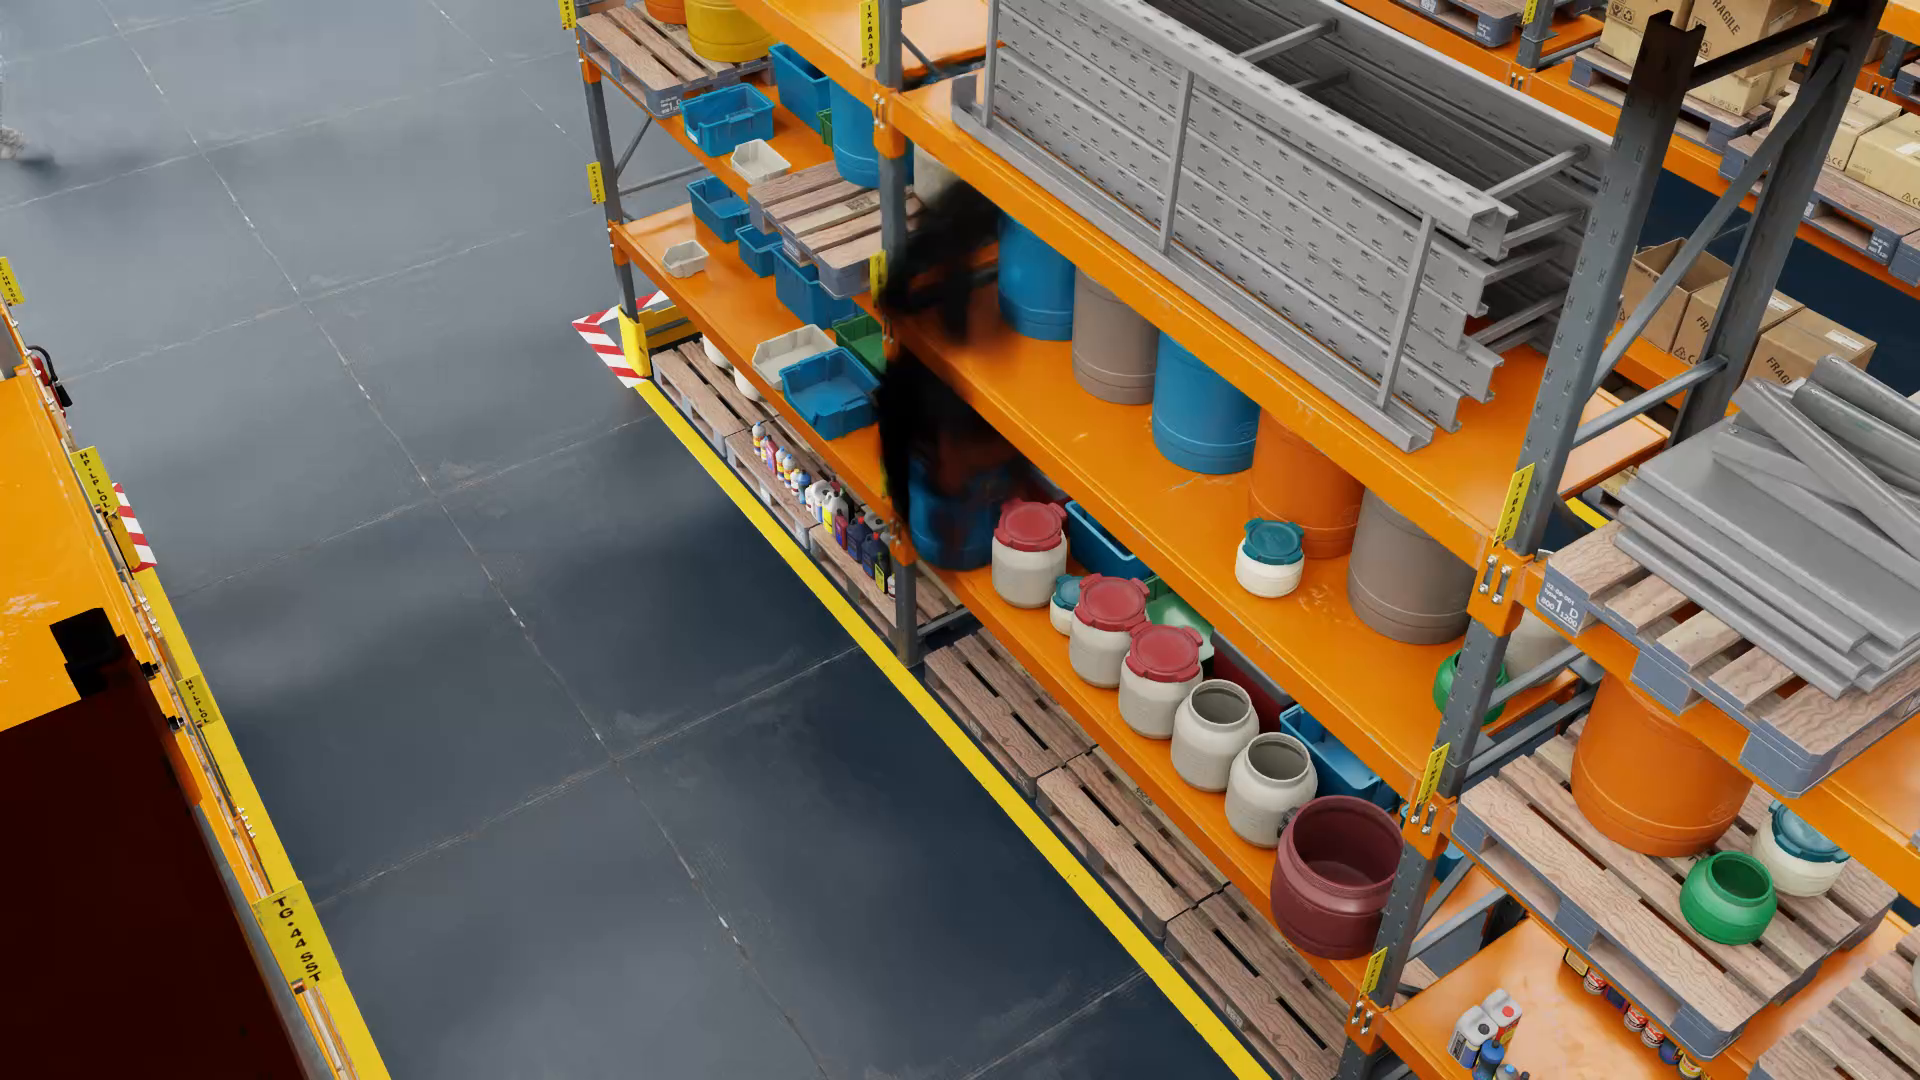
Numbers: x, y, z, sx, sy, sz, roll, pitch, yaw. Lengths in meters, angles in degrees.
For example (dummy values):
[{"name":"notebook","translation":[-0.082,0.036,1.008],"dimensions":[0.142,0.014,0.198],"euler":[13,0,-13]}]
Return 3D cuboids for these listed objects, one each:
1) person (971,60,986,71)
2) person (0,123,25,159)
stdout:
[{"name":"person","translation":[0.361,-4.958,15.834],"dimensions":[0.850,1.793,0.694],"euler":[2,43,2]},{"name":"person","translation":[-9.181,-4.179,14.993],"dimensions":[0.953,1.784,0.617],"euler":[-9,43,-10]}]
